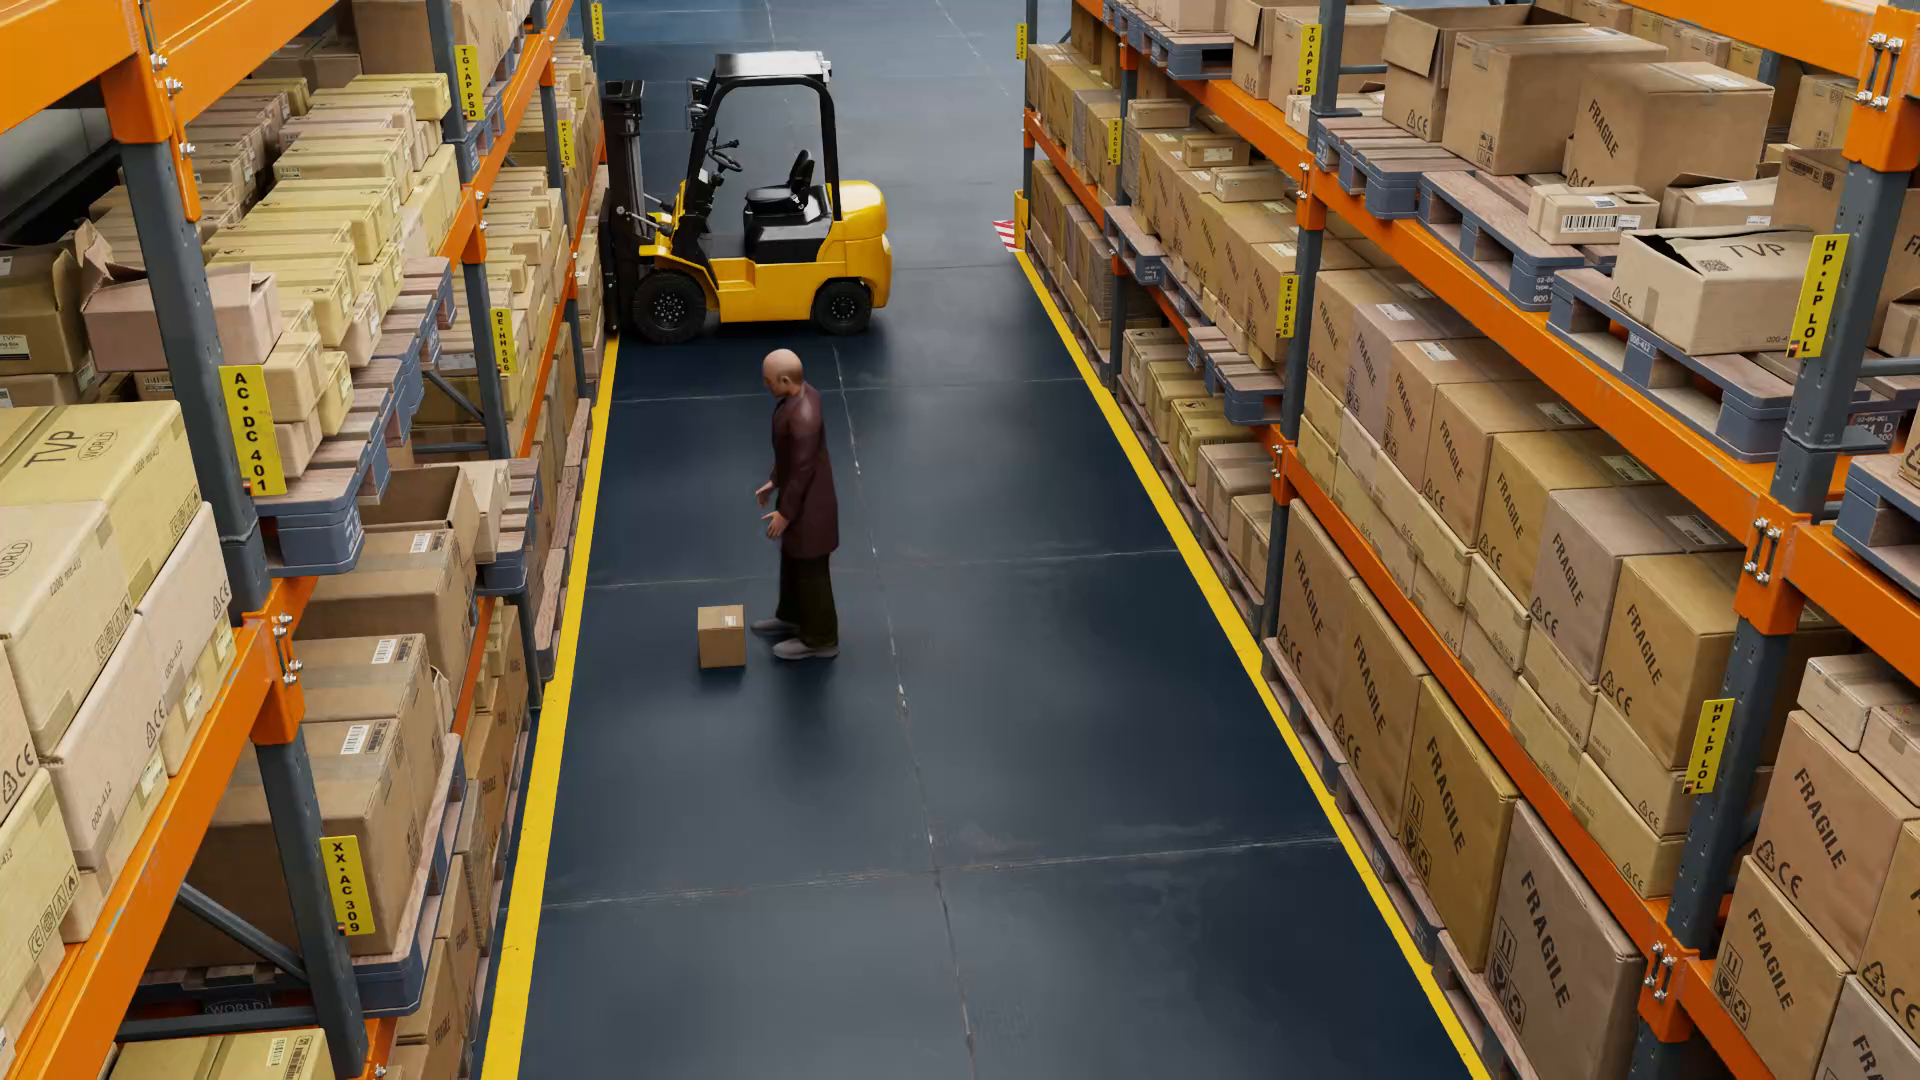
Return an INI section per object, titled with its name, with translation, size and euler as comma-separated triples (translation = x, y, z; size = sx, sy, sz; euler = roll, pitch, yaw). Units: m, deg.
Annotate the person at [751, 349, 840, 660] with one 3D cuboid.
[person]
translation = -0.918, -0.181, 8.985
size = 0.507, 1.799, 0.587
euler = -4, 27, -7
